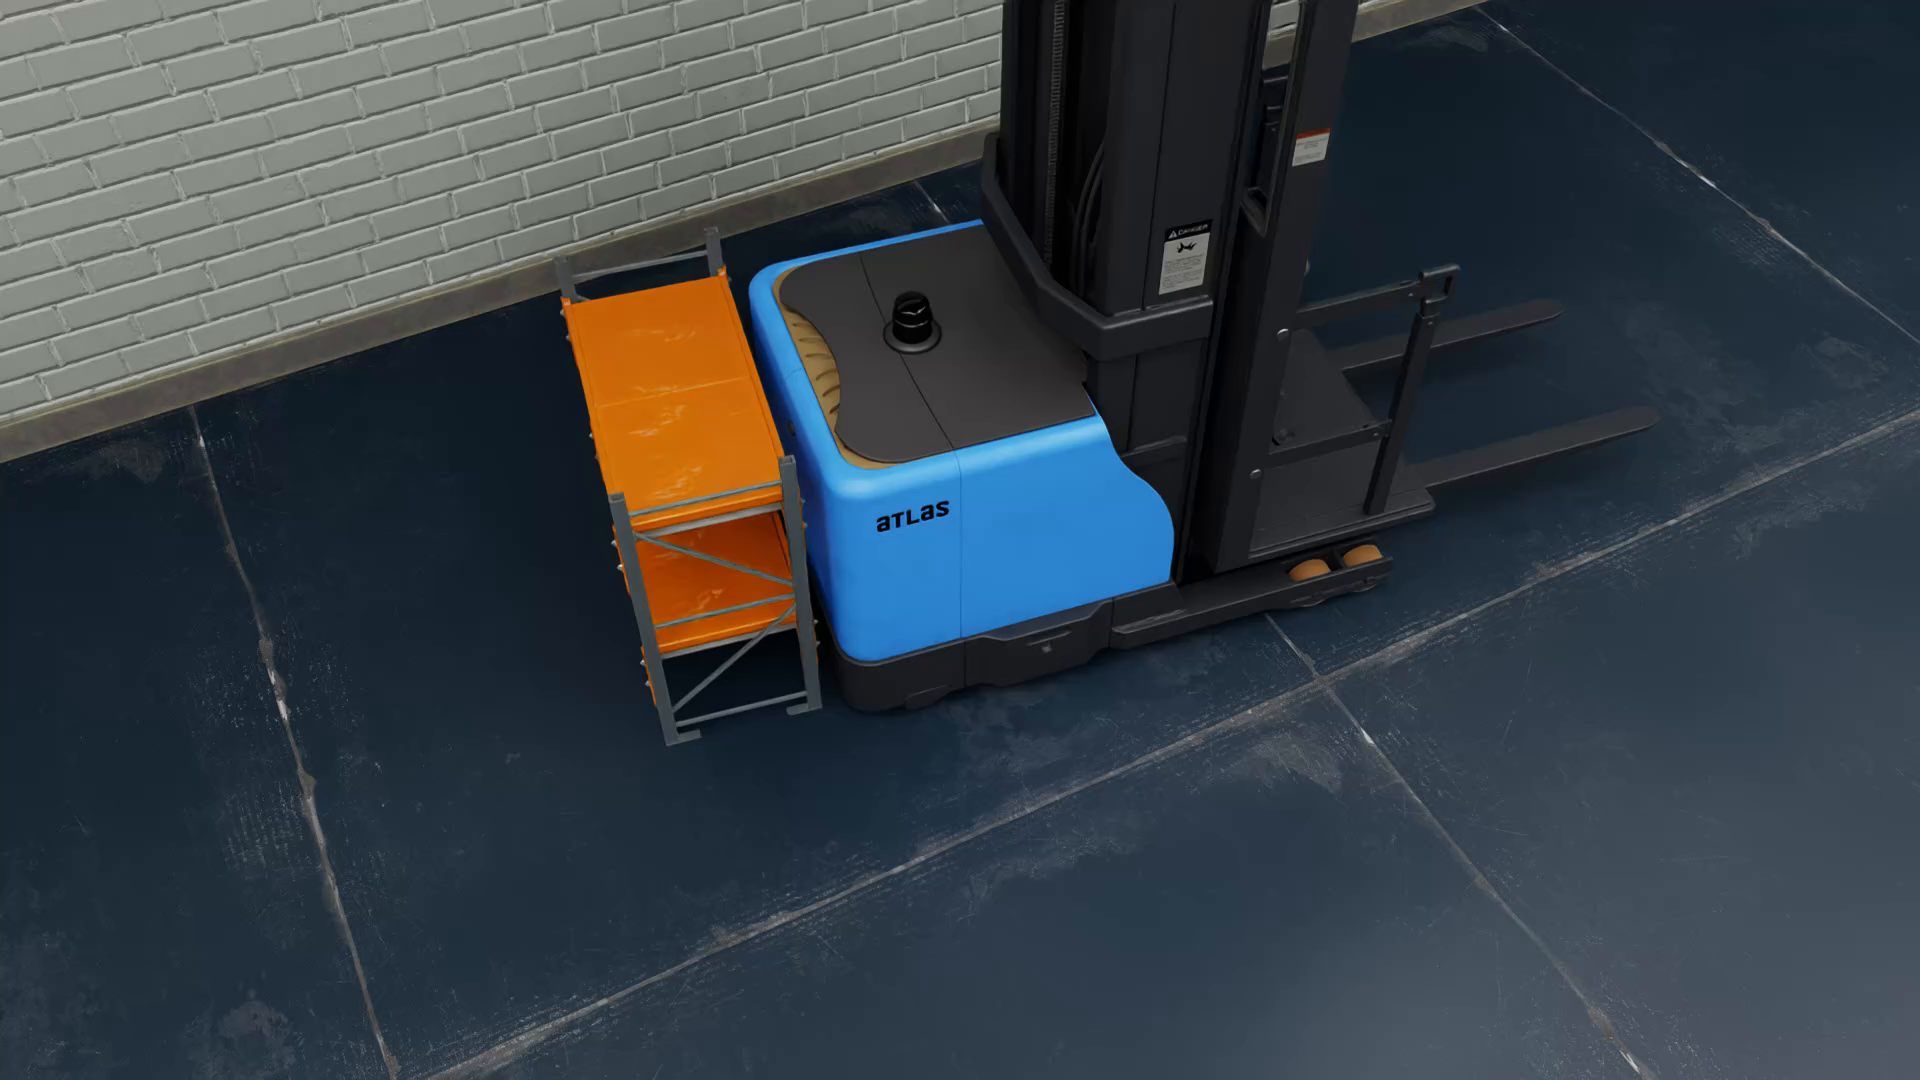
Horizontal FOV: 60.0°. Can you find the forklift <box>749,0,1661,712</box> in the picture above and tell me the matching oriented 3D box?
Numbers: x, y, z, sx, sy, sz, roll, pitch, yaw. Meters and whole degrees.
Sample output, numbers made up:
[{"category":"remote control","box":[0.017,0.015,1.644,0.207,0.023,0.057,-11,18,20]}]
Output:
[{"category":"forklift","box":[0.917,-1.106,4.770,3.031,2.935,1.130,-15,50,-12]}]

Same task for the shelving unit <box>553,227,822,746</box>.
[{"category":"shelving unit","box":[-0.830,-0.158,5.141,0.538,1.125,1.048,-13,50,-11]}]

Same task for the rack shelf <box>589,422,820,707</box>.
[{"category":"rack shelf","box":[-0.830,0.002,5.325,0.538,0.278,1.000,-13,50,-11]}]

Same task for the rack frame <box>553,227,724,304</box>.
[{"category":"rack frame","box":[-0.979,-0.524,5.461,0.500,1.125,0.032,-13,50,-11]}]

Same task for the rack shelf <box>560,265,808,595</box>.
[{"category":"rack shelf","box":[-0.830,-0.351,4.921,0.538,0.278,1.000,-13,50,-11]}]

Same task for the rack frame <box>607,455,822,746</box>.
[{"category":"rack frame","box":[-0.681,0.207,4.821,0.500,1.125,0.032,-13,50,-11]}]
